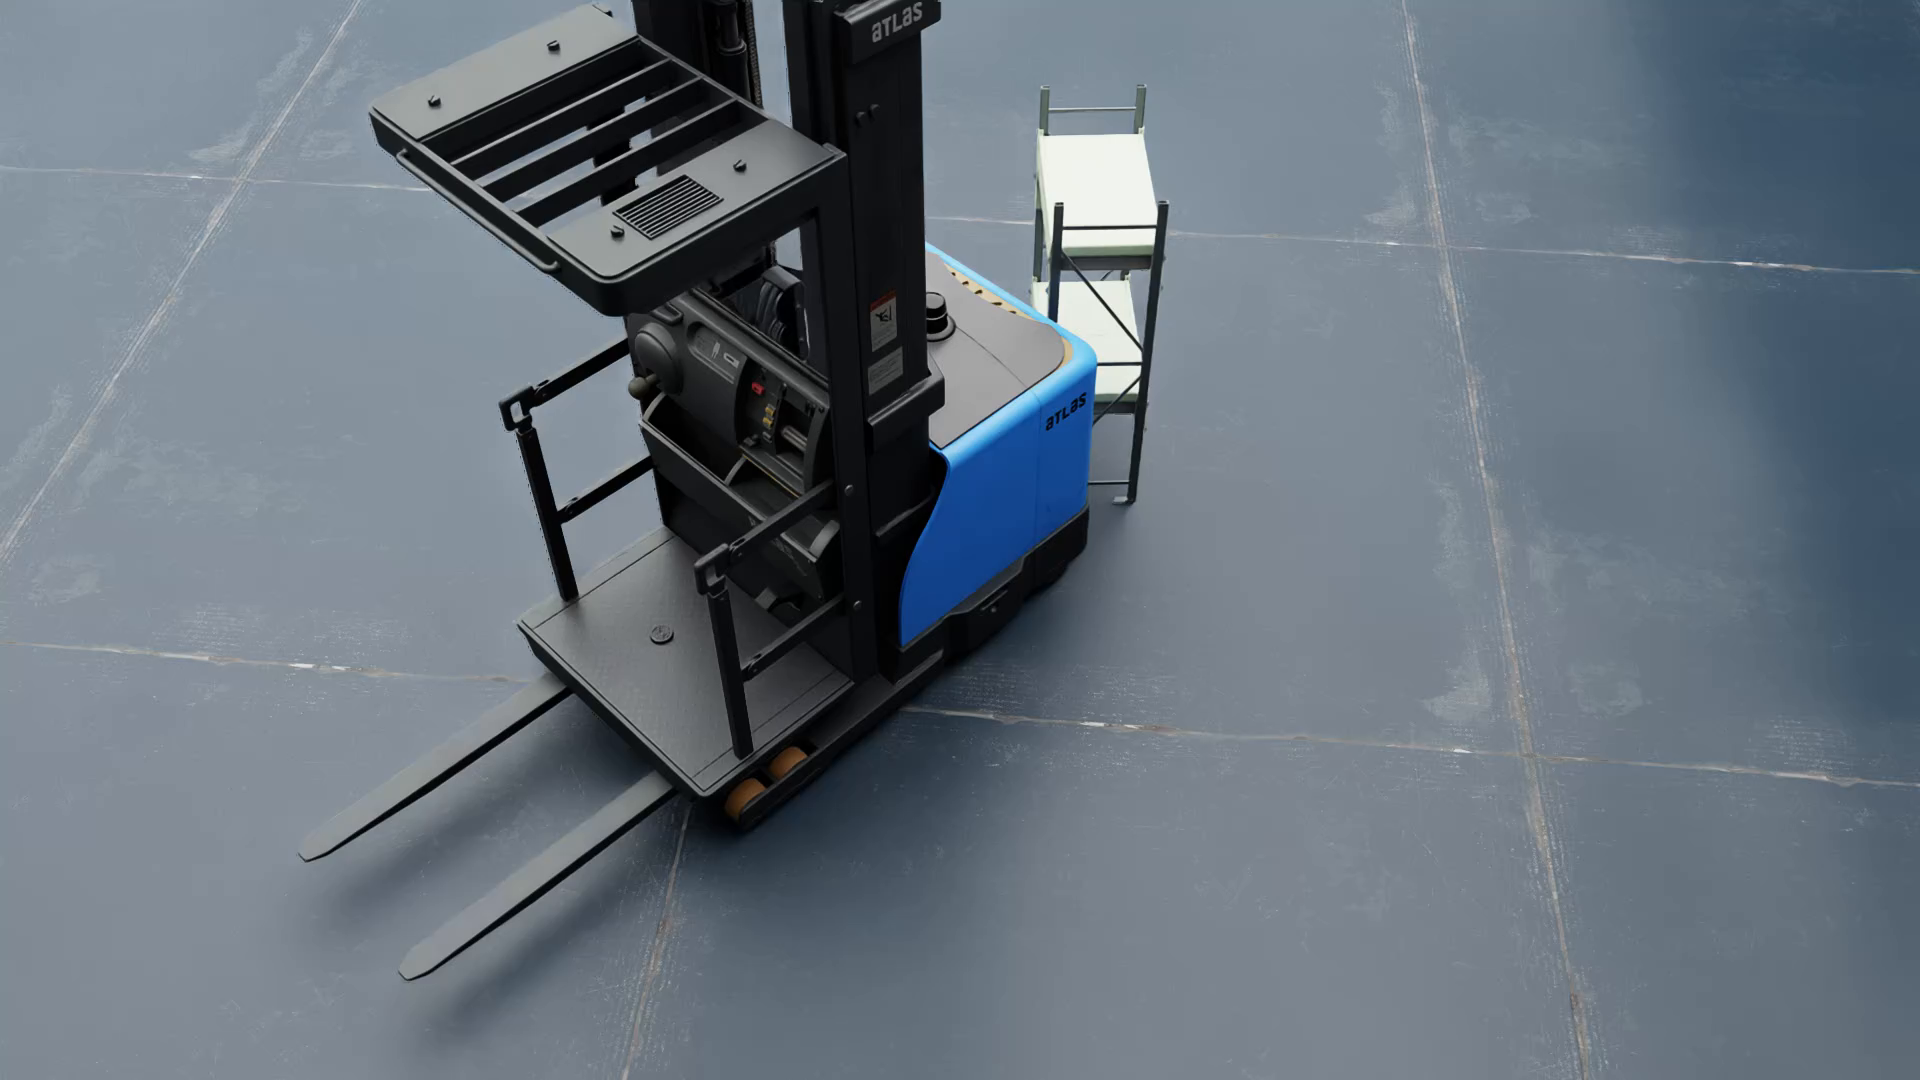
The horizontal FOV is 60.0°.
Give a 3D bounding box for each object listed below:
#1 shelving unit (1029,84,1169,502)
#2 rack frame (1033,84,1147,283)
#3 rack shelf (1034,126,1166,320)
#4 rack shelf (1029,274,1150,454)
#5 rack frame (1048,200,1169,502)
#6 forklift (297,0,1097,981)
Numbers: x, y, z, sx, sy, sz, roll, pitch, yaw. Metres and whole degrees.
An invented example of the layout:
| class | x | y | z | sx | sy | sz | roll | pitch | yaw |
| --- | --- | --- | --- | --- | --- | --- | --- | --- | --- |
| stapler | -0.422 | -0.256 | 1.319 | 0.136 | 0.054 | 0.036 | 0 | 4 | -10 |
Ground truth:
| class | x | y | z | sx | sy | sz | roll | pitch | yaw |
| --- | --- | --- | --- | --- | --- | --- | --- | --- | --- |
| shelving unit | 0.517 | -0.938 | 6.592 | 0.431 | 1.500 | 0.755 | -1 | 48 | -1 |
| rack frame | 0.505 | -1.208 | 6.839 | 0.400 | 1.500 | 0.023 | -1 | 48 | -1 |
| rack shelf | 0.517 | -1.202 | 6.304 | 0.431 | 0.370 | 0.720 | -1 | 48 | -1 |
| rack shelf | 0.517 | -0.718 | 6.832 | 0.431 | 0.370 | 0.720 | -1 | 48 | -1 |
| rack frame | 0.528 | -0.668 | 6.345 | 0.400 | 1.500 | 0.023 | -1 | 48 | -1 |
| forklift | -0.891 | -0.425 | 5.152 | 3.031 | 2.935 | 1.130 | -36 | 57 | -28 |
